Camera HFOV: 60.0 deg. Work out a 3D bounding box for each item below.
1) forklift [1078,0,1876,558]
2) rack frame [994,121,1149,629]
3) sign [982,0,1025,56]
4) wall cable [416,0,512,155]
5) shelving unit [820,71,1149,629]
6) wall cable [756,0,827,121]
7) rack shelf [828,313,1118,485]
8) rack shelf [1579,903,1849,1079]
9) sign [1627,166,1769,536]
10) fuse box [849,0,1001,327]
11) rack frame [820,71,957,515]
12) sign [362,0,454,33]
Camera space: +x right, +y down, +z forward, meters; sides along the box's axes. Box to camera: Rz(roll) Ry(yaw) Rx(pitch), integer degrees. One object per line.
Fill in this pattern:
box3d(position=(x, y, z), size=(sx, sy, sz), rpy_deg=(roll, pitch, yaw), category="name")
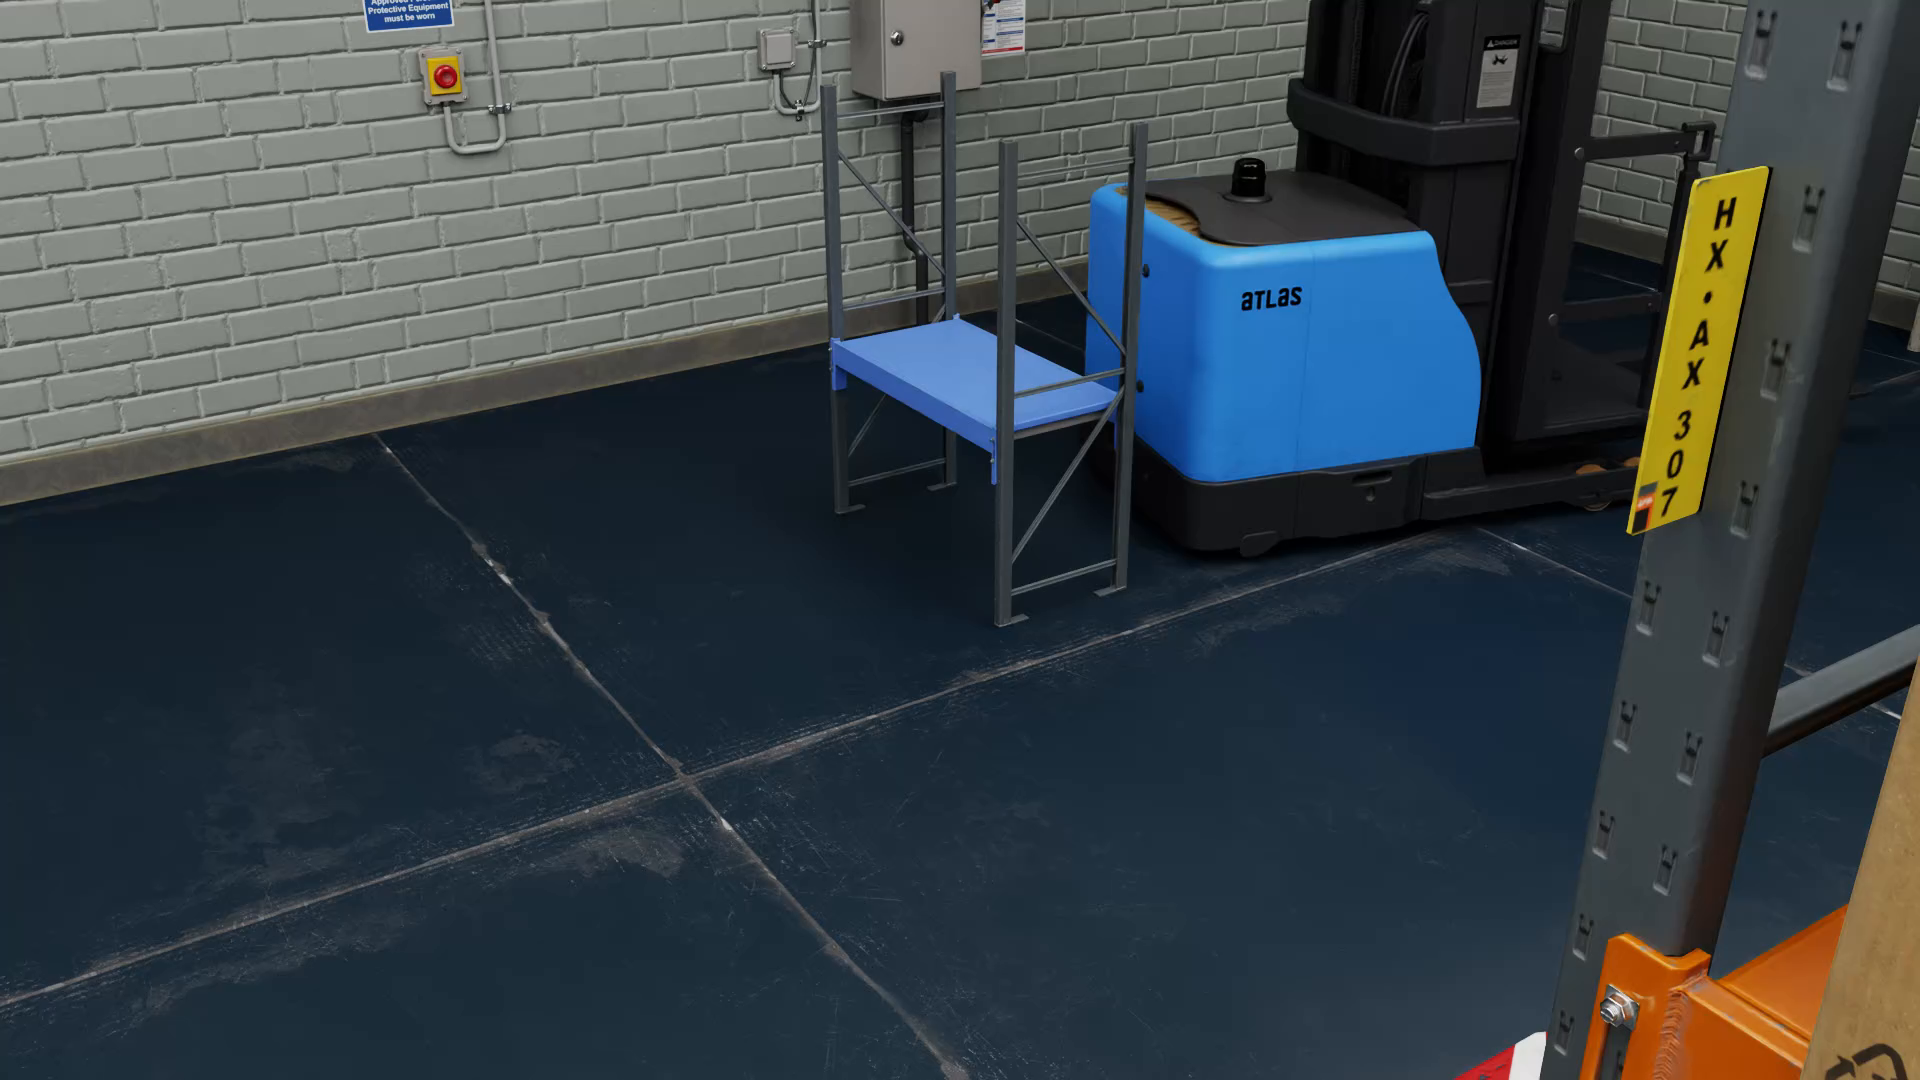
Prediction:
box3d(position=(2.024, -1.632, 5.773), size=(3.031, 2.935, 1.130), rpy_deg=(-8, 27, -17), category="forklift")
box3d(position=(0.324, -0.466, 4.980), size=(0.500, 1.500, 0.032), rpy_deg=(-16, 29, -30), category="rack frame")
box3d(position=(0.163, -2.457, 7.553), size=(0.329, 0.494, 0.001), rpy_deg=(-16, 29, -30), category="sign")
box3d(position=(-1.977, -2.348, 5.982), size=(0.585, 1.953, 0.123), rpy_deg=(-16, 29, -30), category="wall cable")
box3d(position=(0.047, -0.648, 5.365), size=(0.538, 1.500, 1.048), rpy_deg=(-16, 29, -30), category="shelving unit")
box3d(position=(-0.795, -2.668, 6.698), size=(0.588, 1.984, 0.122), rpy_deg=(-16, 29, -30), category="wall cable")
box3d(position=(0.047, -0.485, 5.442), size=(0.538, 0.185, 1.000), rpy_deg=(-16, 29, -30), category="rack shelf")
box3d(position=(2.212, 1.178, 0.583), size=(1.077, 0.370, 4.000), rpy_deg=(-16, 29, -30), category="rack shelf")
box3d(position=(0.652, -0.163, 1.474), size=(0.100, 0.325, 0.005), rpy_deg=(-16, 29, -30), category="sign")
box3d(position=(-0.138, -1.729, 7.407), size=(0.539, 1.711, 0.414), rpy_deg=(-16, 29, -30), category="fuse box")
box3d(position=(-0.231, -0.830, 5.750), size=(0.500, 1.500, 0.032), rpy_deg=(-16, 29, -30), category="rack frame")
box3d(position=(-2.051, -2.007, 6.171), size=(0.327, 0.218, 0.001), rpy_deg=(-16, 29, -30), category="sign")
